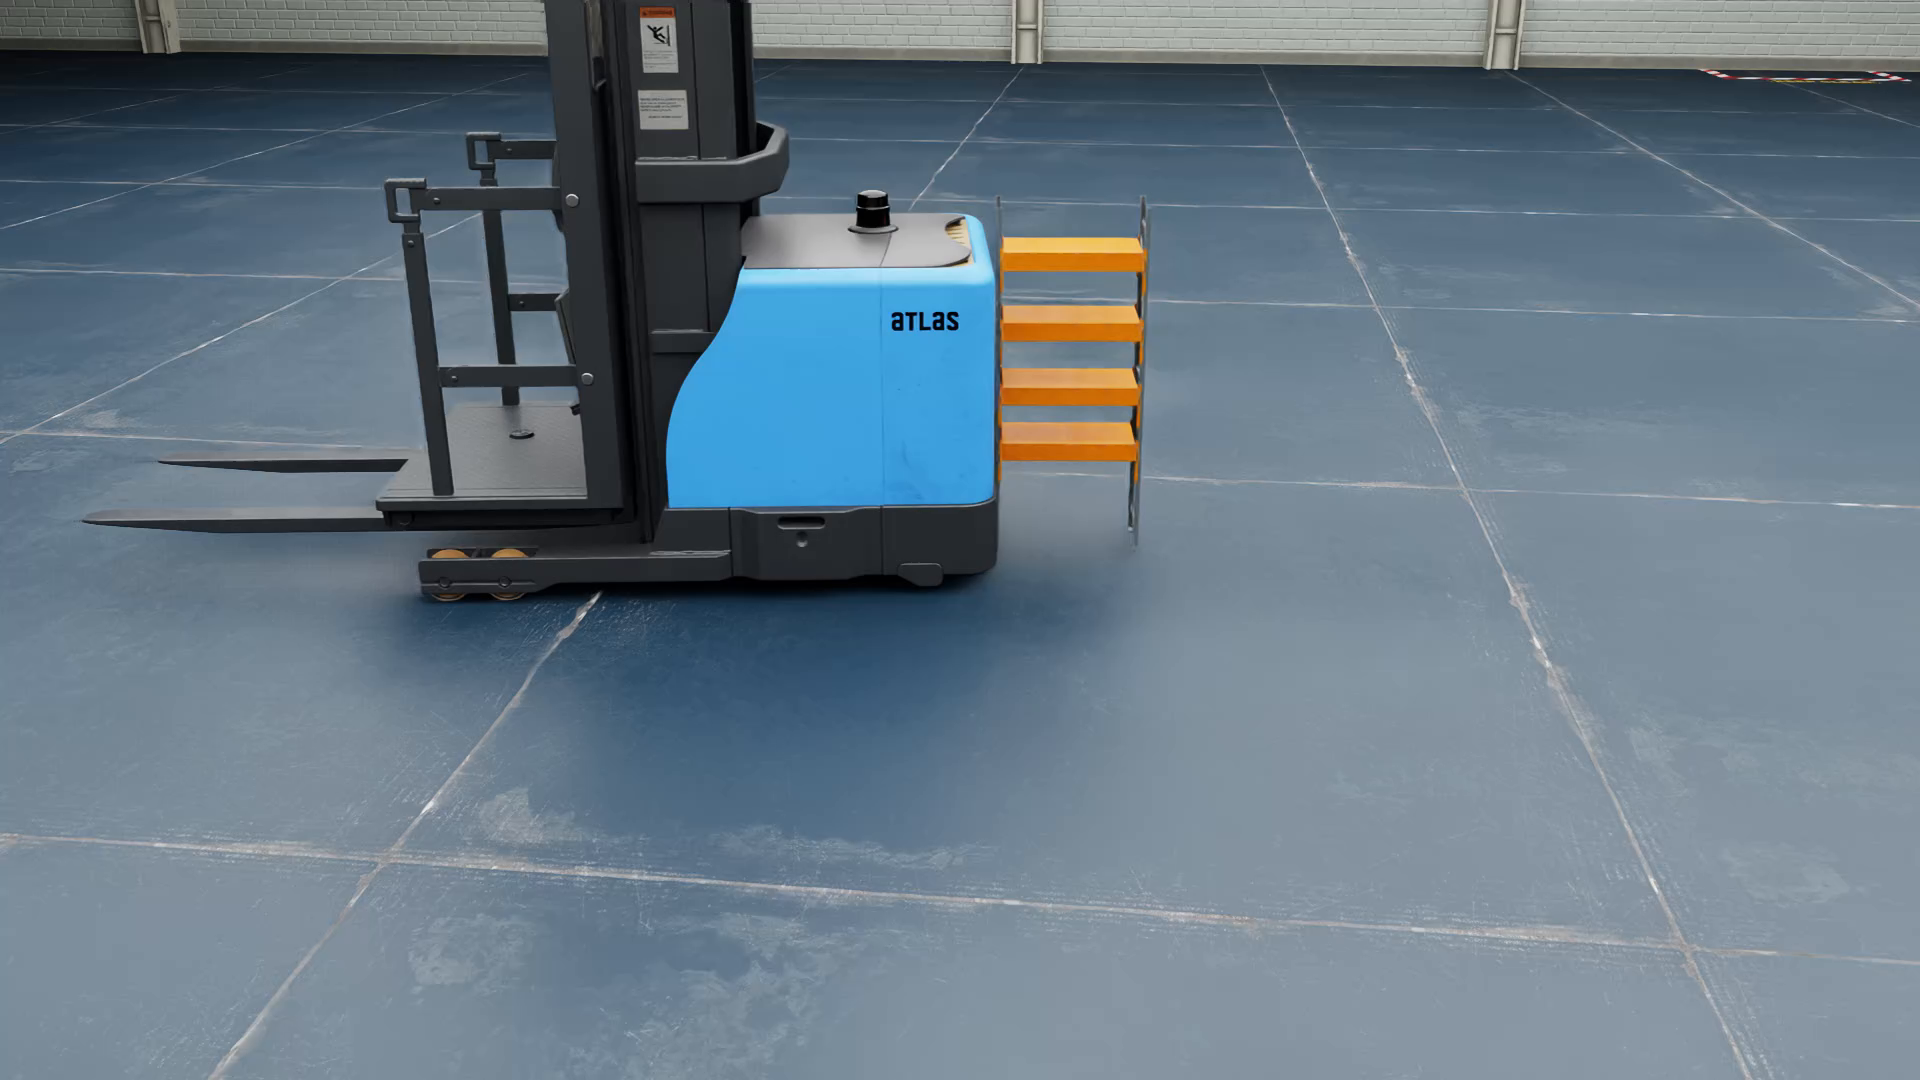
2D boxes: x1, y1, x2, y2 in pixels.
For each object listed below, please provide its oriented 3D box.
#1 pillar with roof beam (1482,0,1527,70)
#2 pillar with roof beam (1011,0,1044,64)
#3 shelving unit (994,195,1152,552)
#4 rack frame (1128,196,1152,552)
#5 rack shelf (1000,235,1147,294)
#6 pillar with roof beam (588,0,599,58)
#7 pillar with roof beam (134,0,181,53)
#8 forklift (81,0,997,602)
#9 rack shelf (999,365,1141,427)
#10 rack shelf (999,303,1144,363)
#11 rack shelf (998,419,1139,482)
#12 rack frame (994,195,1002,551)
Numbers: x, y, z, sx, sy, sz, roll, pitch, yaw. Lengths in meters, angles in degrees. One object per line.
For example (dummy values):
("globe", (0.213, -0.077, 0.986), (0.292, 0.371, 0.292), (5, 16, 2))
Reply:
("pillar with roof beam", (6.329, -8.589, 15.424), (0.400, 9.000, 9.100), (2, 22, 6))
("pillar with roof beam", (0.371, -8.848, 16.081), (0.400, 9.000, 9.100), (2, 22, 6))
("shelving unit", (0.374, -0.563, 5.731), (0.503, 1.200, 0.258), (0, 22, 1))
("rack frame", (0.618, -0.562, 5.728), (0.015, 1.200, 0.240), (0, 22, 1))
("rack shelf", (0.374, -0.928, 5.586), (0.480, 0.148, 0.258), (0, 22, 1))
("pillar with roof beam", (-5.588, -9.108, 16.738), (0.400, 9.000, 9.100), (2, 22, 6))
("pillar with roof beam", (-11.546, -9.367, 17.394), (0.400, 9.000, 9.100), (2, 22, 6))
("forklift", (-1.406, -1.360, 5.393), (3.031, 2.935, 1.130), (-1, 22, -2))
("rack shelf", (0.374, -0.500, 5.755), (0.480, 0.148, 0.258), (0, 22, 1))
("rack shelf", (0.374, -0.708, 5.673), (0.480, 0.148, 0.258), (0, 22, 1))
("rack shelf", (0.374, -0.315, 5.828), (0.480, 0.148, 0.258), (0, 22, 1))
("rack frame", (0.130, -0.563, 5.733), (0.015, 1.200, 0.240), (0, 22, 1))
